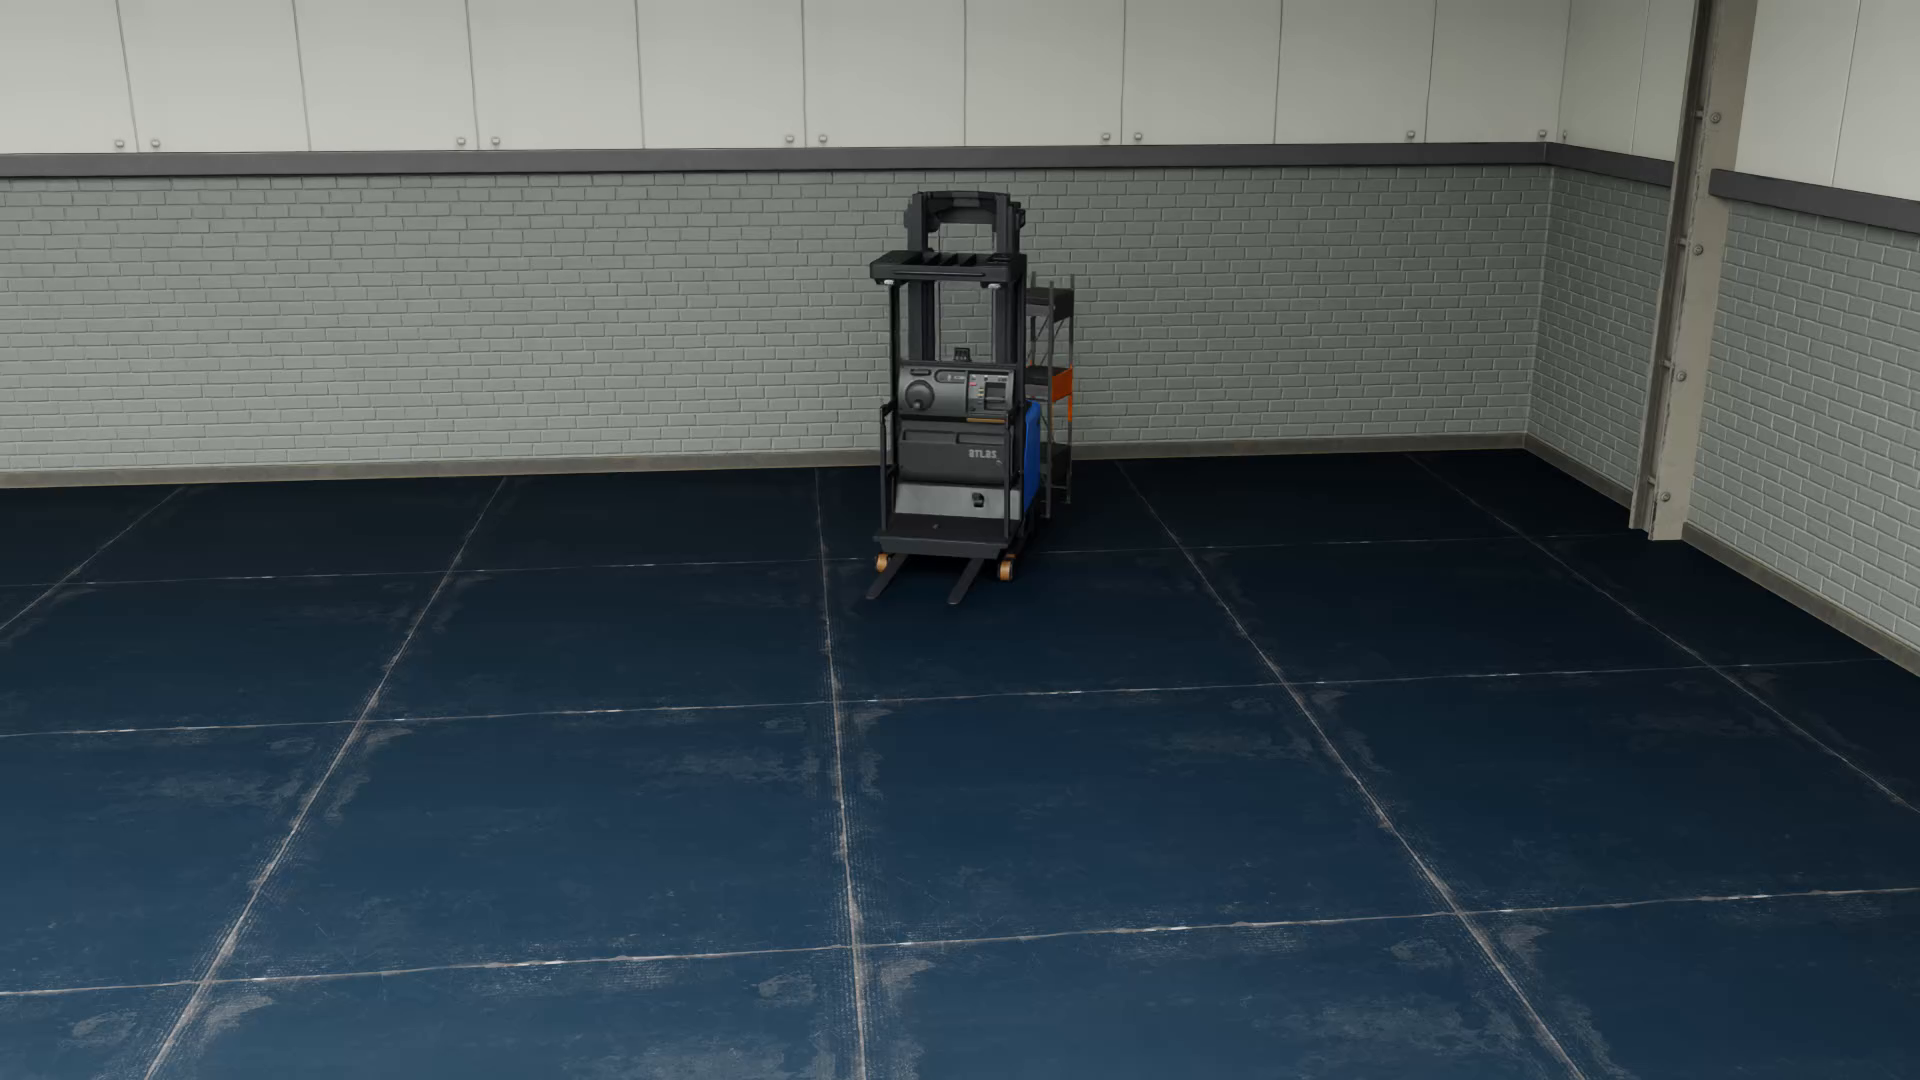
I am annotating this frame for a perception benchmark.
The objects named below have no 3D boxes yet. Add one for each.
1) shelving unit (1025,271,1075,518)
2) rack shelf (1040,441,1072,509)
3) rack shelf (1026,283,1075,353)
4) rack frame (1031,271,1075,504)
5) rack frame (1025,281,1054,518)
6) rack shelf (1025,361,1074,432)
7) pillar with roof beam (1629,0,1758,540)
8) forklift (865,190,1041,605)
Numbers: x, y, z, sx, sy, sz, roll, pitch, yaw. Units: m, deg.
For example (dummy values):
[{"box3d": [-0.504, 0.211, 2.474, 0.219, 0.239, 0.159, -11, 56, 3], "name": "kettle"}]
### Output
[{"box3d": [0.721, -1.294, 14.791, 0.431, 2.100, 0.503, 8, 19, 24], "name": "shelving unit"}, {"box3d": [0.723, -0.613, 15.004, 0.431, 0.518, 0.480, 8, 19, 24], "name": "rack shelf"}, {"box3d": [0.720, -1.949, 14.587, 0.431, 0.518, 0.480, 8, 19, 24], "name": "rack shelf"}, {"box3d": [0.825, -1.360, 15.002, 0.400, 2.100, 0.015, 8, 19, 24], "name": "rack frame"}, {"box3d": [0.618, -1.228, 14.581, 0.400, 2.100, 0.015, 8, 19, 24], "name": "rack frame"}, {"box3d": [0.721, -1.281, 14.796, 0.431, 0.518, 0.480, 8, 19, 24], "name": "rack shelf"}, {"box3d": [1.736, -4.222, 12.601, 9.100, 9.000, 0.400, -2, 18, -6], "name": "pillar with roof beam"}, {"box3d": [-0.068, -1.190, 13.075, 1.130, 2.935, 3.031, 3, 18, 10], "name": "forklift"}]
